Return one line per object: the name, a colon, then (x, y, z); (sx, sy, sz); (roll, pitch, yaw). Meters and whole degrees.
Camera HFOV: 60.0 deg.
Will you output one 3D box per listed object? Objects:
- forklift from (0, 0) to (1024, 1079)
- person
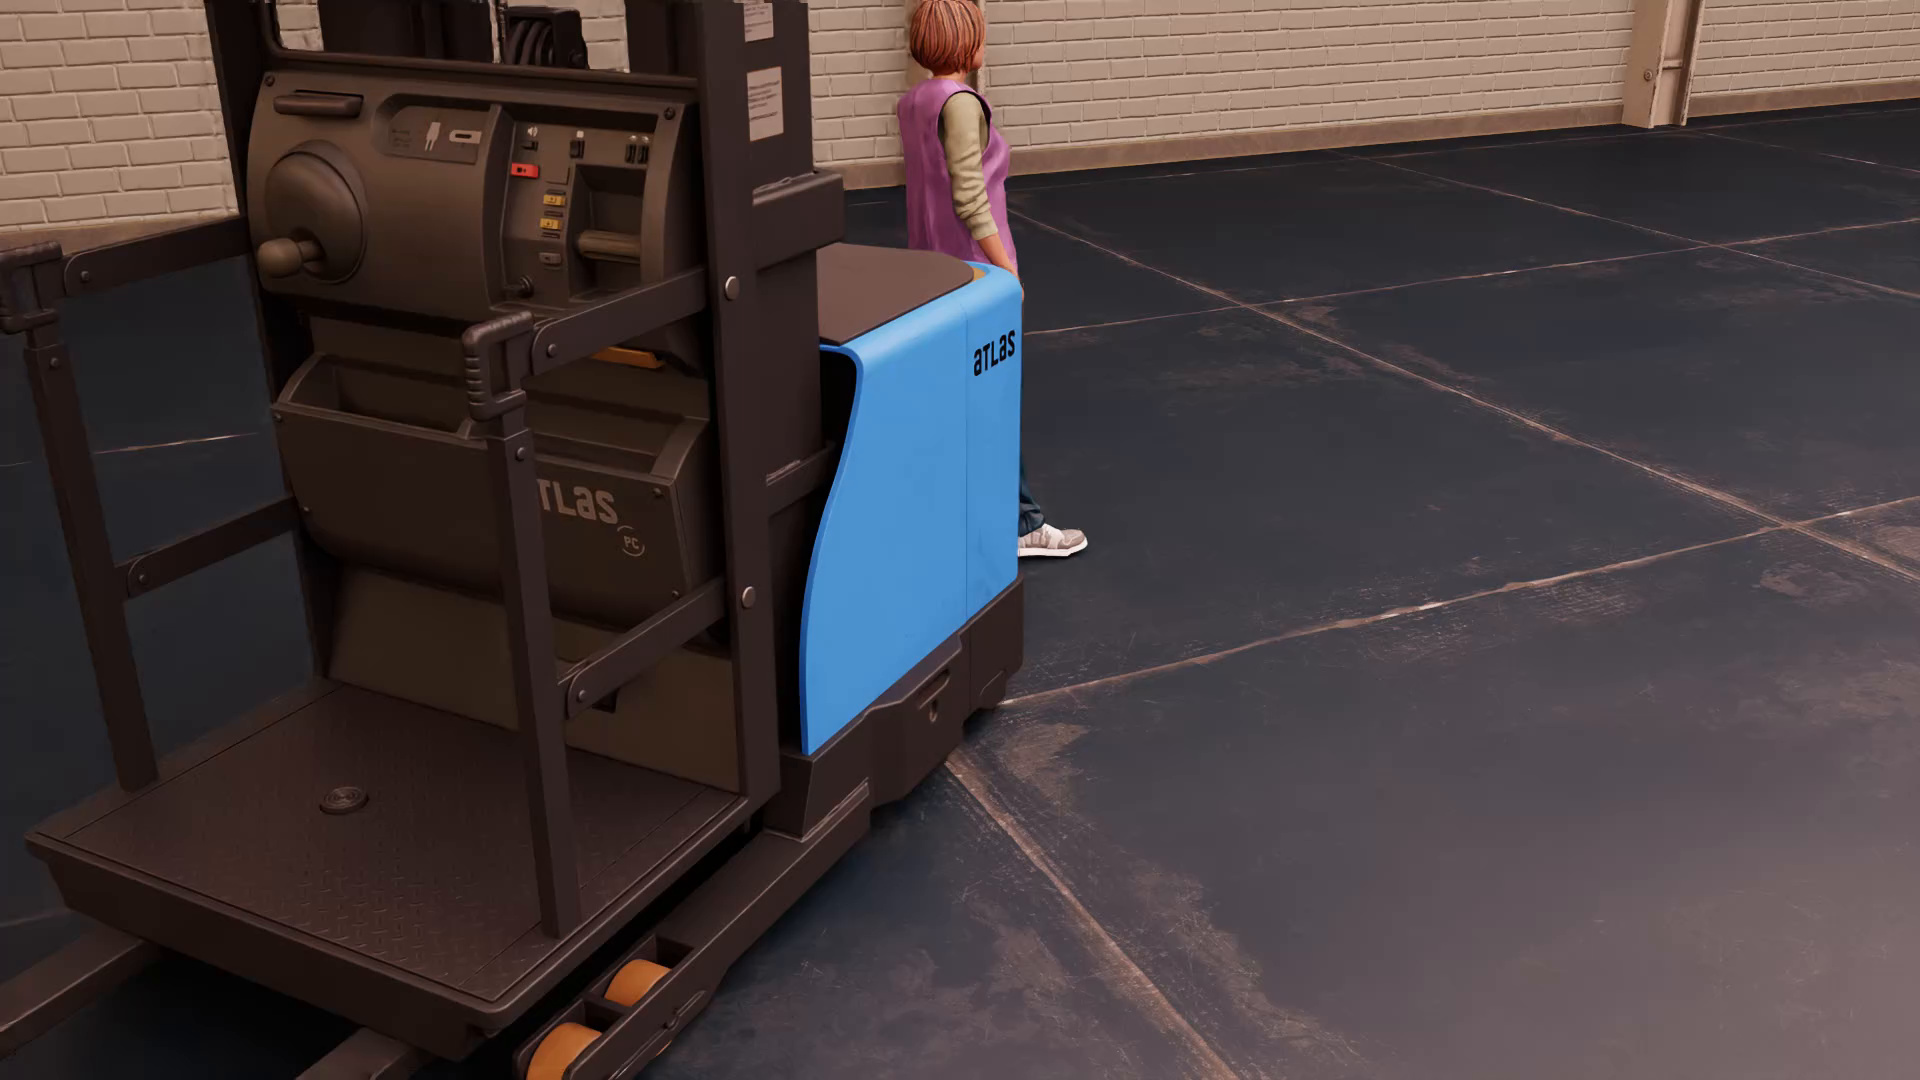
forklift: (-0.958, -0.574, 2.667); (1.130, 2.935, 3.031); (11, 25, 25)
person: (0.081, -0.749, 4.818); (0.466, 1.600, 0.515); (-10, 25, -23)
